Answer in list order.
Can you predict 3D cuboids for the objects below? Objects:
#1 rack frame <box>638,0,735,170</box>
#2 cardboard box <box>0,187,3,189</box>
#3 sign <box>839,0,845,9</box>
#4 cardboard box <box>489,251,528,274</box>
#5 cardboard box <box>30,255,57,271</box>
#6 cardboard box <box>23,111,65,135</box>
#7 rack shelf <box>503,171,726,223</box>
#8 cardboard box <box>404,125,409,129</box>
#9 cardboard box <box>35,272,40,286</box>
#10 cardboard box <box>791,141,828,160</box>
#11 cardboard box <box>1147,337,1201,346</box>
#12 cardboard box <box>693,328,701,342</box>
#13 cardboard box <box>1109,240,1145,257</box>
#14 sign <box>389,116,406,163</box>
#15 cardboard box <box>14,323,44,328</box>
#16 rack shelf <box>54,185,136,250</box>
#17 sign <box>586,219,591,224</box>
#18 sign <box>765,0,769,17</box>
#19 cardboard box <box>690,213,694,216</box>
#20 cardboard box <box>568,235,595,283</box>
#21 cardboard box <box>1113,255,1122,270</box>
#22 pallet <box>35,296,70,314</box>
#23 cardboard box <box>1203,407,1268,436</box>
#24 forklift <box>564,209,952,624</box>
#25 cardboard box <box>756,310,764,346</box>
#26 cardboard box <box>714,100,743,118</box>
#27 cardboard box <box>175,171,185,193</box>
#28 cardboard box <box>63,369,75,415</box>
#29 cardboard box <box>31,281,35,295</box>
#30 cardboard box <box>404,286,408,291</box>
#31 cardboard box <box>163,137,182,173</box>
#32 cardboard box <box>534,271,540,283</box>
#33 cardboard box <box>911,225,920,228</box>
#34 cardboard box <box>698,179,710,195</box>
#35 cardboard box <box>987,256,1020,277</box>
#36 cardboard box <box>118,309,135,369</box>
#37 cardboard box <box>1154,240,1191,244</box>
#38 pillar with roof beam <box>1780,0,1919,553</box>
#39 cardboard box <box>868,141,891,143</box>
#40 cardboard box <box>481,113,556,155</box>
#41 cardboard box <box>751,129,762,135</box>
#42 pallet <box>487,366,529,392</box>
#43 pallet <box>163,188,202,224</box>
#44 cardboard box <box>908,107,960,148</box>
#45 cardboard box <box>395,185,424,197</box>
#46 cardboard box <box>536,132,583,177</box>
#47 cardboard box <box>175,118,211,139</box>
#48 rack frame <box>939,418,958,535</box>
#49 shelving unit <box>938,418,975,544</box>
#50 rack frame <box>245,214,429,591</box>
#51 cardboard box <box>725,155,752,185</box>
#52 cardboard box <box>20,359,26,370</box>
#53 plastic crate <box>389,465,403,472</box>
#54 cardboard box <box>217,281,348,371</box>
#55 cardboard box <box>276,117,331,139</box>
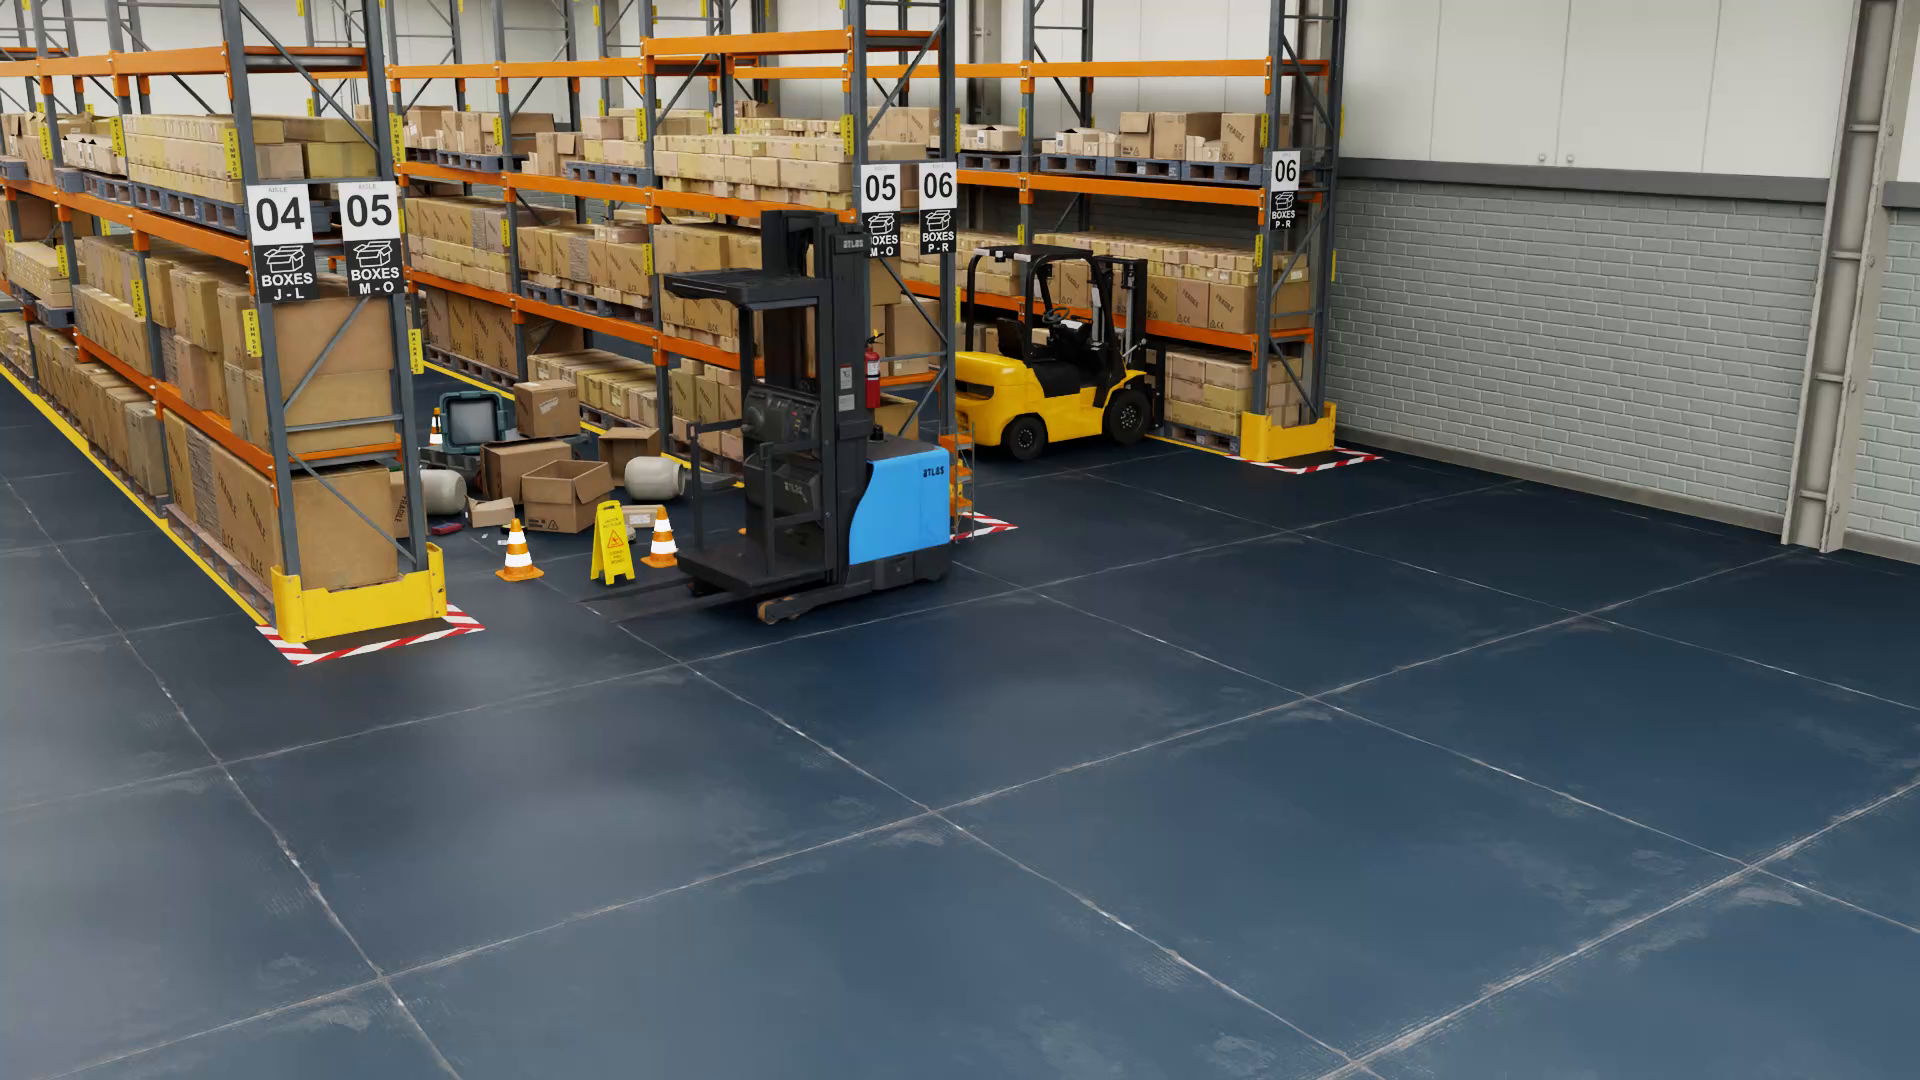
[{"bbox_3d":[-2.831,-5.370,17.150,1.000,3.000,0.127,-11,19,-35],"label":"rack frame"},{"bbox_3d":[-13.481,-4.679,23.343,0.500,0.500,0.500,-10,18,-33],"label":"cardboard box"},{"bbox_3d":[-1.604,-7.398,22.640,0.100,0.325,0.005,-11,19,-35],"label":"sign"},{"bbox_3d":[-5.674,-3.563,21.251,0.500,0.250,0.500,-11,19,-35],"label":"cardboard box"},{"bbox_3d":[-10.384,-3.161,18.998,0.380,0.149,0.250,-11,19,-35],"label":"cardboard box"},{"bbox_3d":[-10.349,-4.723,18.827,0.396,0.266,0.258,-11,19,-35],"label":"cardboard box"},{"bbox_3d":[-4.007,-4.003,19.202,1.077,0.370,4.000,-11,19,-35],"label":"rack shelf"},{"bbox_3d":[-8.170,-5.904,24.054,0.396,0.266,0.258,-10,18,-33],"label":"cardboard box"},{"bbox_3d":[-10.248,-2.966,18.849,0.380,0.149,0.250,-11,19,-34],"label":"cardboard box"},{"bbox_3d":[-1.310,-3.534,15.089,0.380,0.149,0.250,-11,19,-34],"label":"cardboard box"},{"bbox_3d":[2.526,-2.209,19.485,0.500,0.250,0.500,-11,19,-36],"label":"cardboard box"},{"bbox_3d":[-2.534,-2.140,17.190,0.380,0.149,0.250,-11,19,-35],"label":"cardboard box"},{"bbox_3d":[1.950,-3.375,19.245,0.380,0.149,0.250,-11,19,-35],"label":"cardboard box"},{"bbox_3d":[-3.972,-2.824,11.724,0.100,0.325,0.005,-11,19,-35],"label":"sign"},{"bbox_3d":[-12.783,-2.882,22.902,0.380,0.149,0.250,-11,19,-34],"label":"cardboard box"},{"bbox_3d":[-7.952,-3.213,16.316,1.077,0.370,4.000,-11,19,-35],"label":"rack shelf"},{"bbox_3d":[-4.750,-3.937,21.236,0.100,0.325,0.005,-11,19,-35],"label":"sign"},{"bbox_3d":[-3.077,-8.464,26.385,0.100,0.325,0.005,-11,19,-35],"label":"sign"},{"bbox_3d":[-4.492,-5.496,28.695,0.500,0.250,0.500,-11,19,-35],"label":"cardboard box"},{"bbox_3d":[-4.188,-3.262,19.265,0.500,0.500,0.500,-12,19,-37],"label":"cardboard box"},{"bbox_3d":[1.885,-3.222,19.249,0.380,0.149,0.250,-12,19,-36],"label":"cardboard box"},{"bbox_3d":[-10.325,-2.865,19.724,1.003,0.211,1.213,-11,19,-35],"label":"pallet"},{"bbox_3d":[3.001,-1.321,18.135,0.500,0.250,0.500,-11,19,-34],"label":"cardboard box"},{"bbox_3d":[-1.515,-0.947,12.483,3.031,2.935,1.130,-13,20,-39],"label":"forklift"},{"bbox_3d":[-1.604,-2.102,15.822,0.500,0.500,0.500,-11,19,-35],"label":"cardboard box"},{"bbox_3d":[-3.628,-6.757,26.043,0.396,0.266,0.258,-11,19,-35],"label":"cardboard box"},{"bbox_3d":[-5.790,-2.753,12.762,0.380,0.149,0.250,-11,19,-34],"label":"cardboard box"},{"bbox_3d":[-10.029,-1.749,19.224,0.500,0.500,0.500,-10,18,-32],"label":"cardboard box"},{"bbox_3d":[-10.540,-2.931,19.283,0.380,0.149,0.250,-10,18,-33],"label":"cardboard box"},{"bbox_3d":[-9.418,-3.880,27.129,0.875,0.438,0.875,-12,19,-36],"label":"cardboard box"},{"bbox_3d":[-5.822,-2.984,12.851,0.500,0.250,0.500,-11,19,-34],"label":"cardboard box"},{"bbox_3d":[-5.004,-3.248,20.442,0.380,0.149,0.250,-12,20,-38],"label":"cardboard box"},{"bbox_3d":[-0.468,-4.322,23.266,0.380,0.149,0.250,-11,19,-35],"label":"cardboard box"},{"bbox_3d":[-2.388,-3.538,16.613,0.380,0.149,0.250,-10,18,-33],"label":"cardboard box"},{"bbox_3d":[0.686,-3.482,20.952,0.500,0.250,0.500,-11,19,-36],"label":"cardboard box"},{"bbox_3d":[-7.596,-1.913,15.693,0.500,0.500,0.500,-11,19,-35],"label":"cardboard box"},{"bbox_3d":[2.464,-3.394,19.312,0.380,0.149,0.250,-10,18,-33],"label":"cardboard box"},{"bbox_3d":[3.899,-3.626,10.779,9.100,9.000,0.400,-11,19,-35],"label":"pillar with roof beam"},{"bbox_3d":[-0.782,-3.554,15.164,0.380,0.149,0.250,-11,19,-35],"label":"cardboard box"},{"bbox_3d":[-5.527,-5.087,20.807,0.797,0.503,0.637,-12,20,-38],"label":"cardboard box"},{"bbox_3d":[-2.924,-6.134,25.113,0.380,0.149,0.250,-10,18,-33],"label":"cardboard box"},{"bbox_3d":[-5.586,-2.166,22.089,1.003,0.211,1.213,-11,19,-35],"label":"pallet"},{"bbox_3d":[-5.590,-2.654,13.077,1.003,0.211,1.213,-11,19,-35],"label":"pallet"},{"bbox_3d":[-0.343,-5.438,21.906,0.500,0.500,0.500,-10,18,-33],"label":"cardboard box"},{"bbox_3d":[-7.974,-5.045,24.013,0.380,0.149,0.250,-11,19,-36],"label":"cardboard box"},{"bbox_3d":[-4.634,-4.622,19.909,0.700,0.500,0.500,-11,19,-35],"label":"cardboard box"},{"bbox_3d":[-5.644,-3.084,12.461,0.380,0.149,0.250,-11,19,-35],"label":"cardboard box"},{"bbox_3d":[-0.103,-0.544,14.574,0.200,1.050,0.008,-11,19,-35],"label":"rack frame"},{"bbox_3d":[-0.031,-0.518,14.479,0.215,1.050,0.252,-11,19,-35],"label":"shelving unit"},{"bbox_3d":[-4.424,-0.832,11.936,1.000,3.000,0.127,-11,19,-35],"label":"rack frame"},{"bbox_3d":[-1.901,-3.533,15.841,0.500,0.250,0.500,-11,19,-34],"label":"cardboard box"},{"bbox_3d":[-12.279,-2.368,22.151,0.380,0.149,0.250,-12,19,-36],"label":"cardboard box"},{"bbox_3d":[-5.614,-0.524,16.027,0.450,0.188,0.662,-11,16,-3],"label":"plastic crate"},{"bbox_3d":[-5.009,-1.614,12.461,0.875,0.550,0.550,-11,19,-35],"label":"cardboard box"},{"bbox_3d":[-4.960,-3.131,12.633,0.380,0.149,0.250,-11,19,-35],"label":"cardboard box"}]
